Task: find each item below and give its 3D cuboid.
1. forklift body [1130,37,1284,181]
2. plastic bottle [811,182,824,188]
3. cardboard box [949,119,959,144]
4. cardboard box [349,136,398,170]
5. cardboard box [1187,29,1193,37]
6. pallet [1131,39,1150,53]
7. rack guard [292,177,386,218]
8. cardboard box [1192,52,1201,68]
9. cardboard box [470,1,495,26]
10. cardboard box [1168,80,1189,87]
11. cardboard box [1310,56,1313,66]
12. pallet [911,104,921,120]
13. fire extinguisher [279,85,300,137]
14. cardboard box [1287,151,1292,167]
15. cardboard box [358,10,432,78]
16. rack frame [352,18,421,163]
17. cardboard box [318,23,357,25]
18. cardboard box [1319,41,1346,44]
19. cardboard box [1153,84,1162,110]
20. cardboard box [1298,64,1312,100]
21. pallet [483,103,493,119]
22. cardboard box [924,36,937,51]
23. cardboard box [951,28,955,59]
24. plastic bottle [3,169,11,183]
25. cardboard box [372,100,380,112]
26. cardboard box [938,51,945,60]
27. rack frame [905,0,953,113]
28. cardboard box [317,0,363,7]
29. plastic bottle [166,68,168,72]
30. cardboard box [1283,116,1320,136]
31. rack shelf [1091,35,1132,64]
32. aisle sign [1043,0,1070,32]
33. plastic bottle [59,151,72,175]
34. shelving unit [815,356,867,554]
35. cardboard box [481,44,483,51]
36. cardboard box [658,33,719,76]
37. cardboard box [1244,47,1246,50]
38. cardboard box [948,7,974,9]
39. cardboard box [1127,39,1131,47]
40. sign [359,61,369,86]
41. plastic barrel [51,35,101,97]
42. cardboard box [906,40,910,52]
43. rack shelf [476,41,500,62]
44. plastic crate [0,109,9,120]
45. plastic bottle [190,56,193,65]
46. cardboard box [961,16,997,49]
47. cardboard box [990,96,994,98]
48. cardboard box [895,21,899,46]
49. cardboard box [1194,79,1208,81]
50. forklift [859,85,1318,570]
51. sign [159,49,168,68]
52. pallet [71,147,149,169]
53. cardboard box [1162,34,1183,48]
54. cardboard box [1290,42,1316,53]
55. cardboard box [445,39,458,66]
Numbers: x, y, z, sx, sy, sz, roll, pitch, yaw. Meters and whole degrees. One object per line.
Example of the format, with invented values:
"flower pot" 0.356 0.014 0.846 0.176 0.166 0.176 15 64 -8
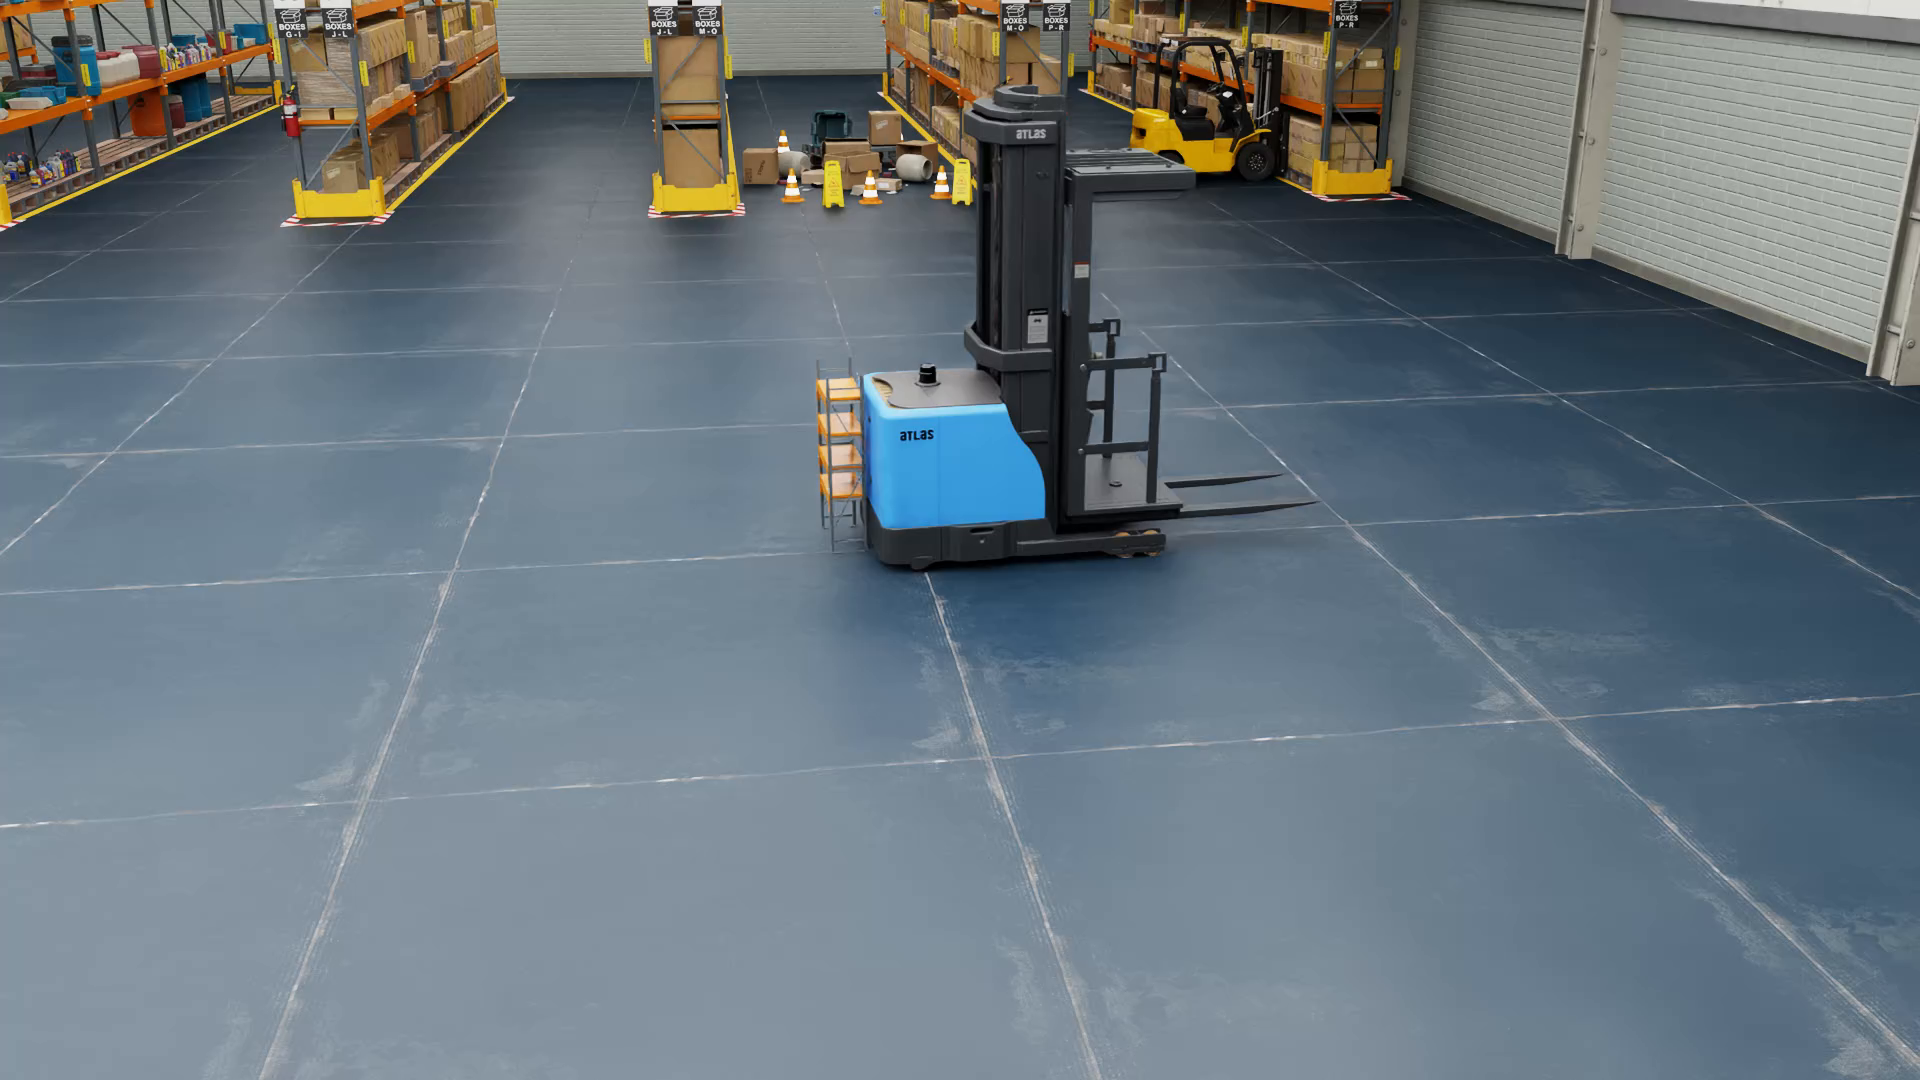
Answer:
"forklift body" 3.902 -6.900 26.616 2.313 2.155 1.214 -3 21 -8
"plastic bottle" -2.237 -5.549 25.986 0.133 0.061 0.283 -11 23 -26
"cardboard box" 0.307 -7.262 29.528 0.950 0.372 0.625 -2 21 -4
"cardboard box" -9.206 -6.054 26.110 0.500 0.500 0.500 4 21 9
"cardboard box" 4.582 -9.728 31.906 0.380 0.149 0.250 -2 21 -6
"pallet" 4.258 -10.516 35.358 1.003 0.211 1.213 -3 21 -8
"rack guard" -8.749 -4.837 23.452 1.175 0.500 0.348 -3 21 -8
"cardboard box" 4.717 -9.092 31.487 0.500 0.250 0.500 -3 21 -9
"cardboard box" -10.714 -11.786 37.203 0.500 0.500 0.500 -3 21 -7
"cardboard box" 4.448 -9.271 33.796 0.380 0.149 0.250 -2 21 -6
"cardboard box" 5.610 -7.369 25.590 0.380 0.149 0.250 -3 21 -7
"pallet" -0.475 -9.066 35.189 1.003 0.211 1.213 -3 21 -8
"fire extinguisher" -9.177 -5.882 22.789 0.296 0.674 0.183 -3 21 -8
"cardboard box" 5.474 -6.135 26.684 0.500 0.250 0.500 -3 21 -7
"cardboard box" -9.290 -8.126 27.229 1.000 1.000 1.000 -3 21 -7
"rack frame" -9.314 -7.366 26.652 1.000 3.000 0.127 -3 21 -8
"cardboard box" -9.356 -7.506 25.029 0.500 0.500 0.500 -3 21 -8
"cardboard box" 5.949 -7.887 26.551 0.380 0.149 0.250 -3 21 -7
"cardboard box" 4.320 -9.198 34.528 0.500 0.500 0.500 -4 21 -10
"cardboard box" 5.584 -7.117 25.841 0.500 0.500 0.500 -2 21 -6
"pallet" -10.500 -9.097 35.271 1.003 0.211 1.213 -3 21 -8
"cardboard box" -0.405 -9.570 32.052 0.500 0.250 0.500 -3 21 -8
"cardboard box" 0.126 -8.569 28.704 0.500 0.500 0.500 -3 21 -7
"plastic bottle" -14.281 -5.456 24.907 0.097 0.201 0.097 0 20 0
"cardboard box" -8.667 -6.322 24.214 0.380 0.149 0.250 -3 21 -8
"cardboard box" -0.201 -8.915 30.558 0.380 0.149 0.250 -3 21 -7
"rack frame" -0.661 -10.636 35.406 1.000 3.000 0.127 -3 21 -8
"cardboard box" -8.551 -7.496 22.927 0.500 0.250 0.500 -2 21 -6
"plastic bottle" -14.538 -8.650 30.372 0.097 0.201 0.097 0 20 0
"cardboard box" 5.443 -6.604 26.512 0.500 0.250 0.500 -3 21 -7
"rack shelf" 3.962 -11.243 38.060 1.077 0.370 4.000 -3 21 -8
"aisle sign" 1.385 -7.693 23.812 0.394 0.787 0.004 -3 21 -8
"plastic bottle" -13.810 -5.807 25.634 0.144 0.351 0.185 -4 21 -10
"shelving unit" -0.784 -0.564 11.009 0.258 1.200 0.503 -4 21 -11
"cardboard box" -10.297 -10.411 35.162 0.380 0.149 0.250 -3 21 -9
"cardboard box" -3.830 -6.903 23.654 0.875 0.550 0.550 -3 21 -8
"cardboard box" 5.135 -8.576 28.820 0.380 0.149 0.250 -2 21 -6
"cardboard box" 0.006 -10.121 32.455 0.500 0.500 0.500 -3 21 -8
"cardboard box" 3.896 -10.957 36.624 0.380 0.149 0.250 -2 21 -6
"sign" -8.201 -6.414 22.866 0.100 0.325 0.005 -3 21 -8
"plastic barrel" -13.971 -7.500 26.295 0.600 0.901 0.708 -3 21 -8
"cardboard box" -0.859 -10.400 34.989 0.500 0.250 0.500 -3 21 -9
"rack shelf" -10.756 -10.492 36.048 1.077 0.370 4.000 -3 21 -8
"plastic crate" -13.449 -5.934 23.194 0.298 0.136 0.250 -3 21 -8
"plastic bottle" -14.770 -9.206 31.863 0.097 0.201 0.097 0 20 0
"cardboard box" 0.393 -8.180 26.832 0.700 0.500 0.500 -3 21 -7
"cardboard box" 0.657 -6.564 24.864 0.380 0.149 0.250 -3 21 -8
"cardboard box" -1.147 -11.182 36.725 0.500 0.500 0.500 -3 21 -9
"cardboard box" 4.986 -9.303 33.882 0.380 0.149 0.250 -4 21 -10
"forklift" 0.883 -1.430 10.855 3.031 2.935 1.130 -4 21 -11
"sign" -14.249 -8.608 29.744 0.100 0.325 0.005 -3 21 -8
"pallet" -14.546 -6.504 28.327 1.003 0.211 1.213 -3 21 -8
"cardboard box" 4.355 -9.978 33.259 0.500 0.250 0.500 -4 21 -10
"cardboard box" 5.437 -7.773 26.246 0.380 0.149 0.250 -3 21 -7
"cardboard box" -9.768 -9.159 31.308 0.500 0.500 0.500 -3 21 -9
